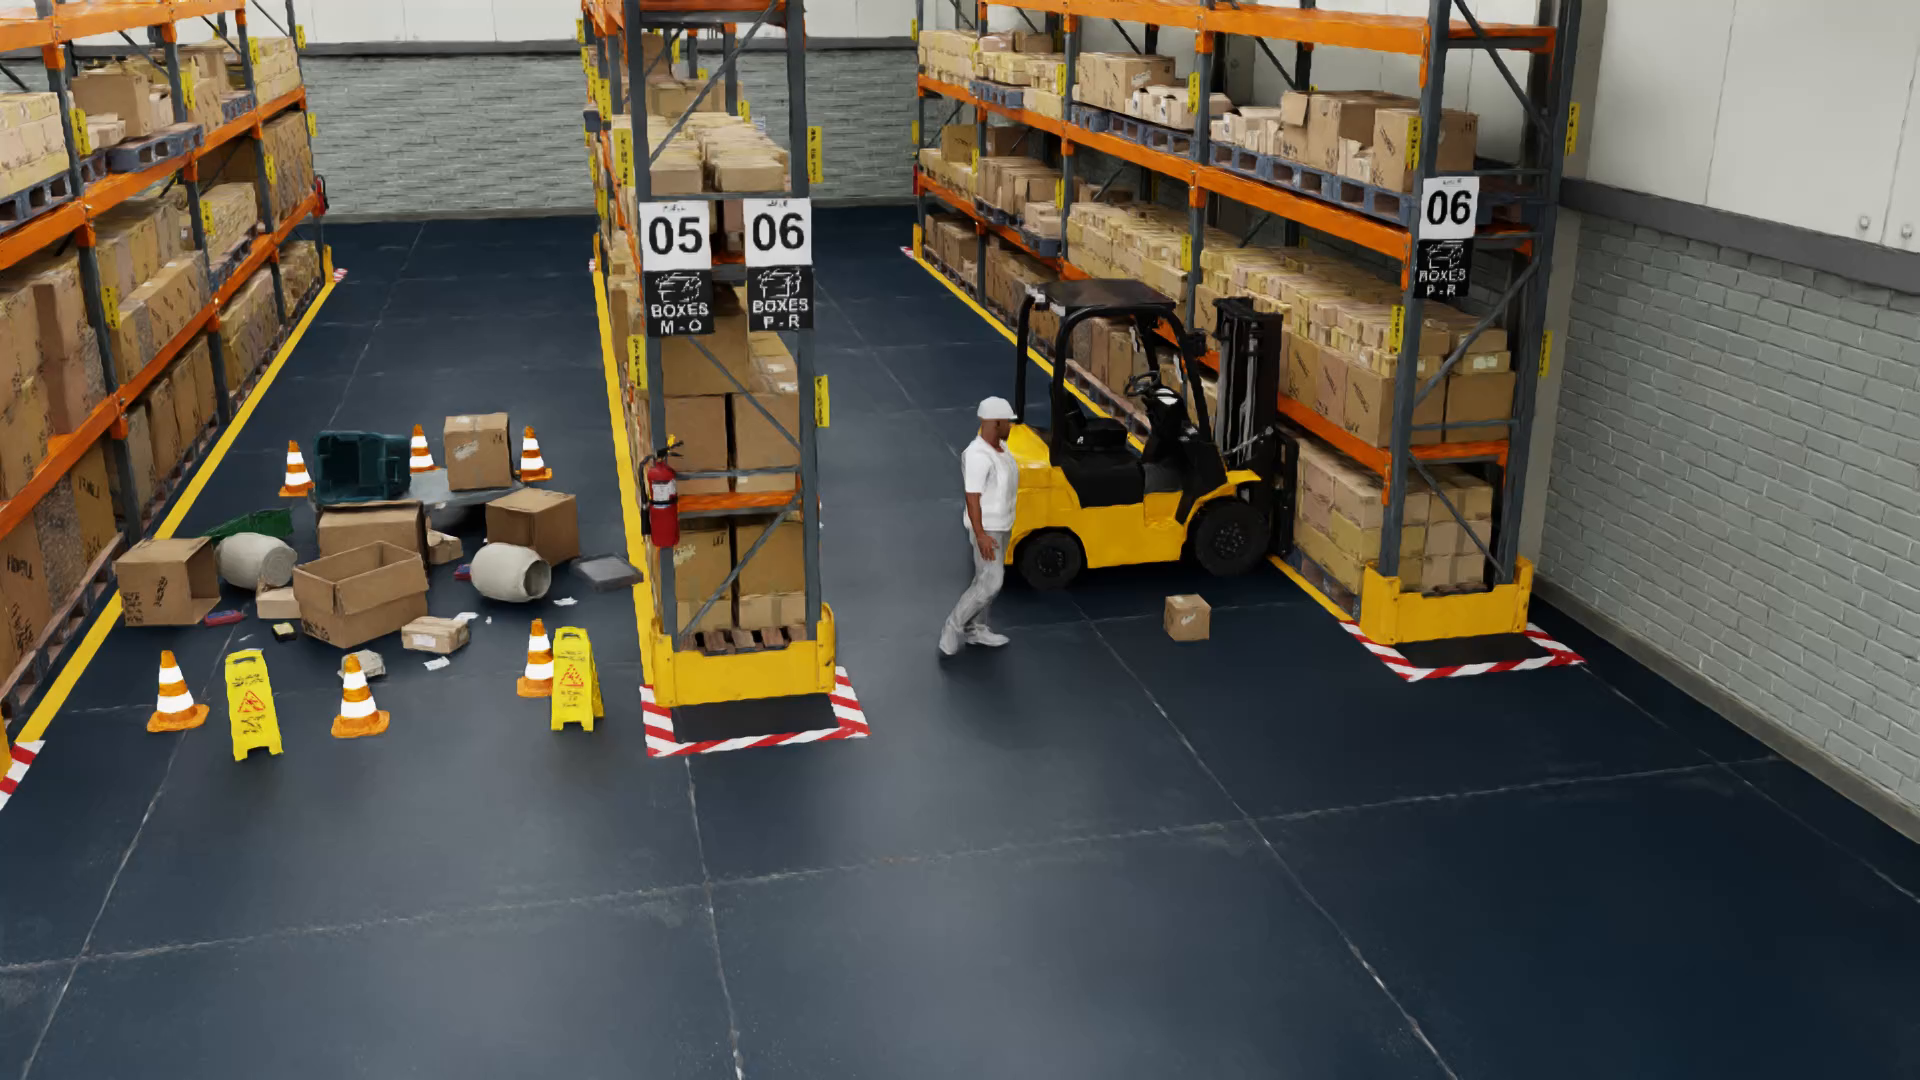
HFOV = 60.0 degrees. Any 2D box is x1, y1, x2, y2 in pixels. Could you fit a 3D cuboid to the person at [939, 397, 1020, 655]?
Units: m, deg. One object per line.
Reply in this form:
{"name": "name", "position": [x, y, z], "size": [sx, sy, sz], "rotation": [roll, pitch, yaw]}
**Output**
{"name": "person", "position": [0.134, -0.095, 11.246], "size": [0.451, 1.762, 0.730], "rotation": [8, 21, 21]}
